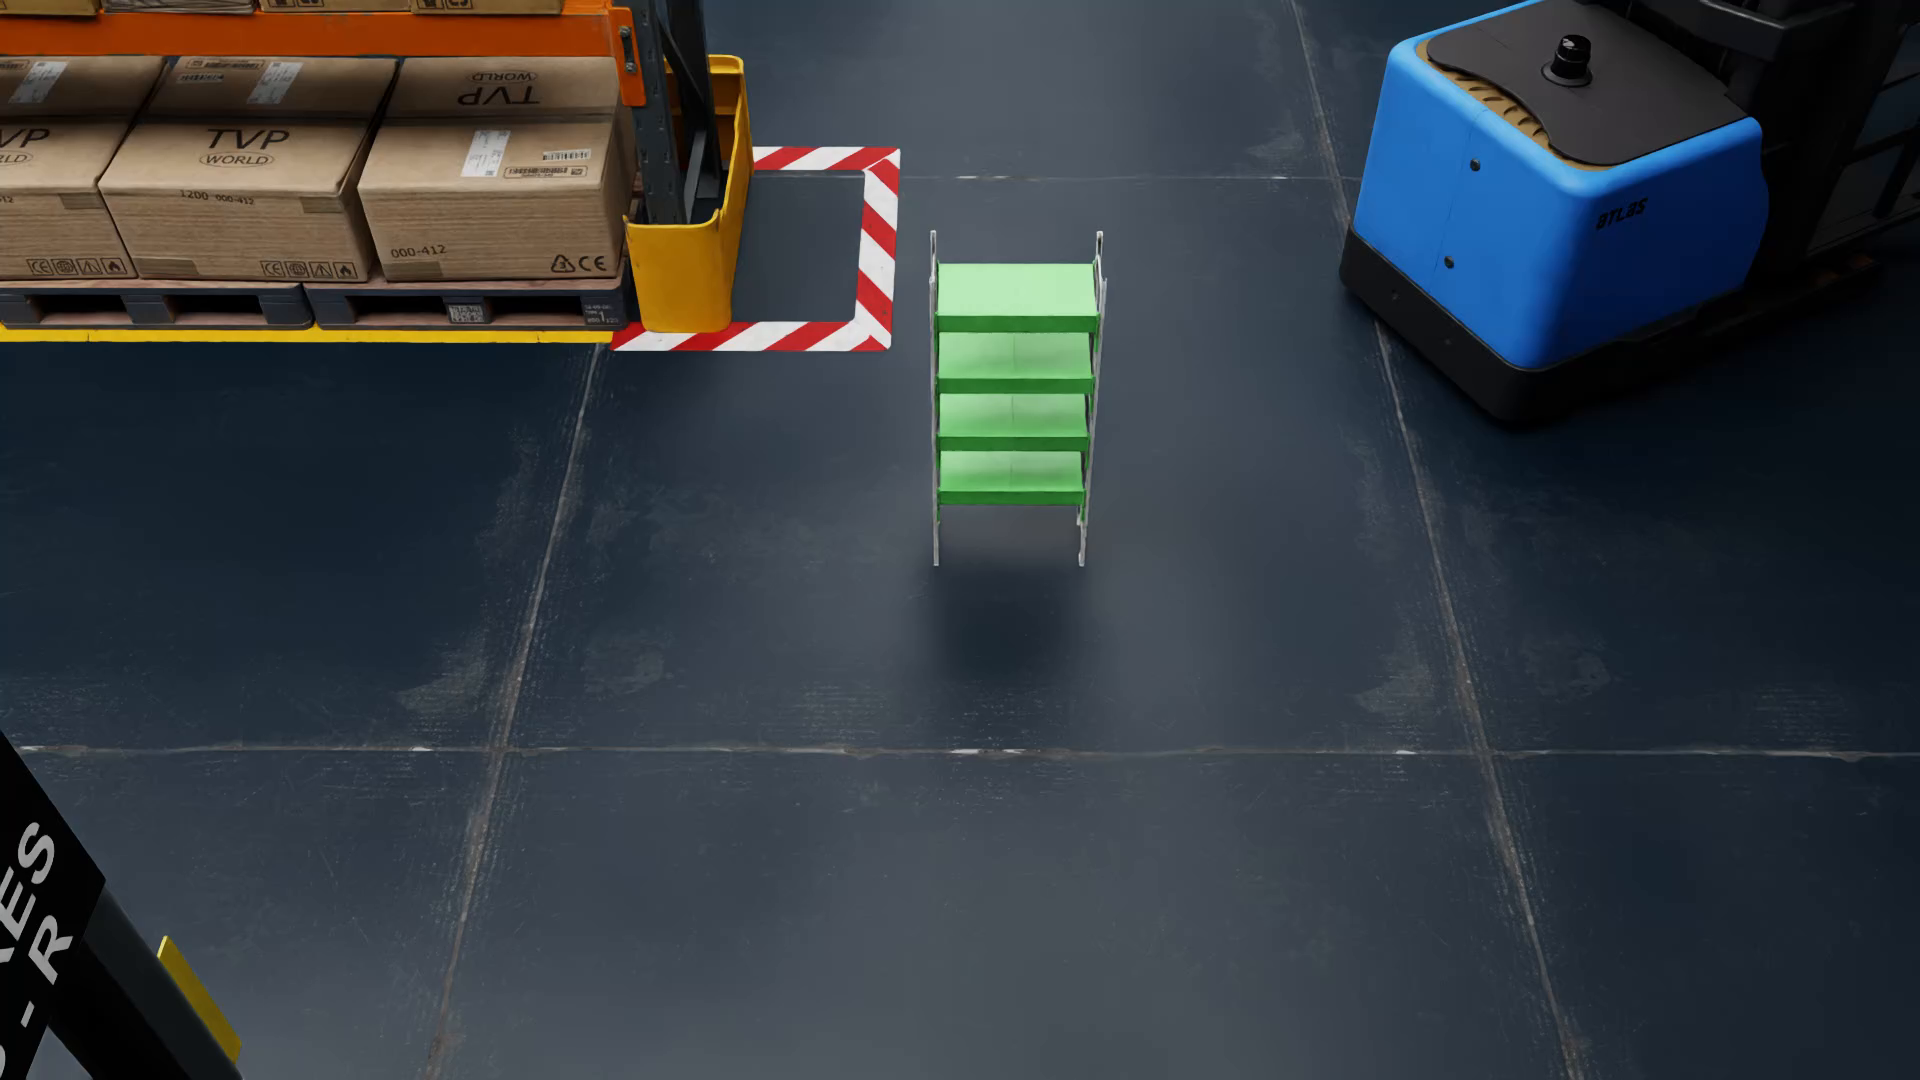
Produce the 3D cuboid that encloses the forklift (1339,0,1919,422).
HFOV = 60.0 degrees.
[{"bbox_3d":[3.031,-2.212,5.724,3.031,2.935,1.130,-22,51,-19],"label":"forklift"}]

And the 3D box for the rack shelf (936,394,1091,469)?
[{"bbox_3d":[0.166,-0.365,5.275,0.480,0.148,0.258,0,47,0],"label":"rack shelf"}]

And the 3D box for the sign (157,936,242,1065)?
[{"bbox_3d":[-1.097,0.693,2.382,0.005,0.325,0.100,0,47,0],"label":"sign"}]

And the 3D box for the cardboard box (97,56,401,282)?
[{"bbox_3d":[-2.660,-1.444,6.426,0.875,0.438,0.875,1,47,1],"label":"cardboard box"}]

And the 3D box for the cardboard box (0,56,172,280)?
[{"bbox_3d":[-3.561,-1.447,6.429,0.875,0.438,0.875,-1,47,-1],"label":"cardboard box"}]

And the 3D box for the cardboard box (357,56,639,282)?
[{"bbox_3d":[-1.744,-1.447,6.429,0.875,0.438,0.875,-1,47,-1],"label":"cardboard box"}]

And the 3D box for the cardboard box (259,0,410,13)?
[{"bbox_3d":[-2.069,-2.103,5.507,0.500,0.500,0.500,-1,47,-1],"label":"cardboard box"}]

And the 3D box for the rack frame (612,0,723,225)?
[{"bbox_3d":[-1.084,-2.248,5.711,0.127,3.000,1.000,0,47,0],"label":"rack frame"}]

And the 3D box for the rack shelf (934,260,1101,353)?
[{"bbox_3d":[0.166,-0.692,4.924,0.480,0.148,0.258,0,47,0],"label":"rack shelf"}]

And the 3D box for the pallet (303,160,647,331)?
[{"bbox_3d":[-1.884,-1.243,6.681,1.213,0.211,1.003,0,47,0],"label":"pallet"}]

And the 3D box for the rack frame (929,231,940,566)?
[{"bbox_3d":[-0.078,-0.409,5.229,0.015,1.200,0.240,0,47,0],"label":"rack frame"}]

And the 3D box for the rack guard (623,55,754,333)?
[{"bbox_3d":[-1.060,-1.397,6.626,0.348,0.500,1.175,0,47,0],"label":"rack guard"}]

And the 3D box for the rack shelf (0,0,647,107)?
[{"bbox_3d":[-3.084,-2.009,5.980,4.000,0.370,1.077,0,47,0],"label":"rack shelf"}]

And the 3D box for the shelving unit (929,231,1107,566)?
[{"bbox_3d":[0.166,-0.408,5.228,0.503,1.200,0.258,0,47,0],"label":"shelving unit"}]

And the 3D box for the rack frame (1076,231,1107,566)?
[{"bbox_3d":[0.410,-0.408,5.228,0.015,1.200,0.240,0,47,0],"label":"rack frame"}]

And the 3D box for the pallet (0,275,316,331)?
[{"bbox_3d":[-3.101,-1.249,6.686,1.213,0.211,1.003,0,47,0],"label":"pallet"}]

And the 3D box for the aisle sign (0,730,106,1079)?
[{"bbox_3d":[-1.029,0.284,1.578,0.004,0.787,0.394,0,47,0],"label":"aisle sign"}]

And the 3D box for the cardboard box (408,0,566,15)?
[{"bbox_3d":[-1.567,-2.090,5.496,0.500,0.500,0.500,0,47,0],"label":"cardboard box"}]

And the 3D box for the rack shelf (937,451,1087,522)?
[{"bbox_3d":[0.166,-0.201,5.451,0.480,0.148,0.258,0,47,0],"label":"rack shelf"}]

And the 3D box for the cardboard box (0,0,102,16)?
[{"bbox_3d":[-3.100,-2.089,5.494,0.500,0.500,0.500,1,47,1],"label":"cardboard box"}]

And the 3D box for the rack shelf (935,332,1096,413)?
[{"bbox_3d":[0.166,-0.528,5.099,0.480,0.148,0.258,0,47,0],"label":"rack shelf"}]

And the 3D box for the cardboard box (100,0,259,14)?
[{"bbox_3d":[-2.584,-2.097,5.502,0.500,0.500,0.500,1,47,1],"label":"cardboard box"}]
